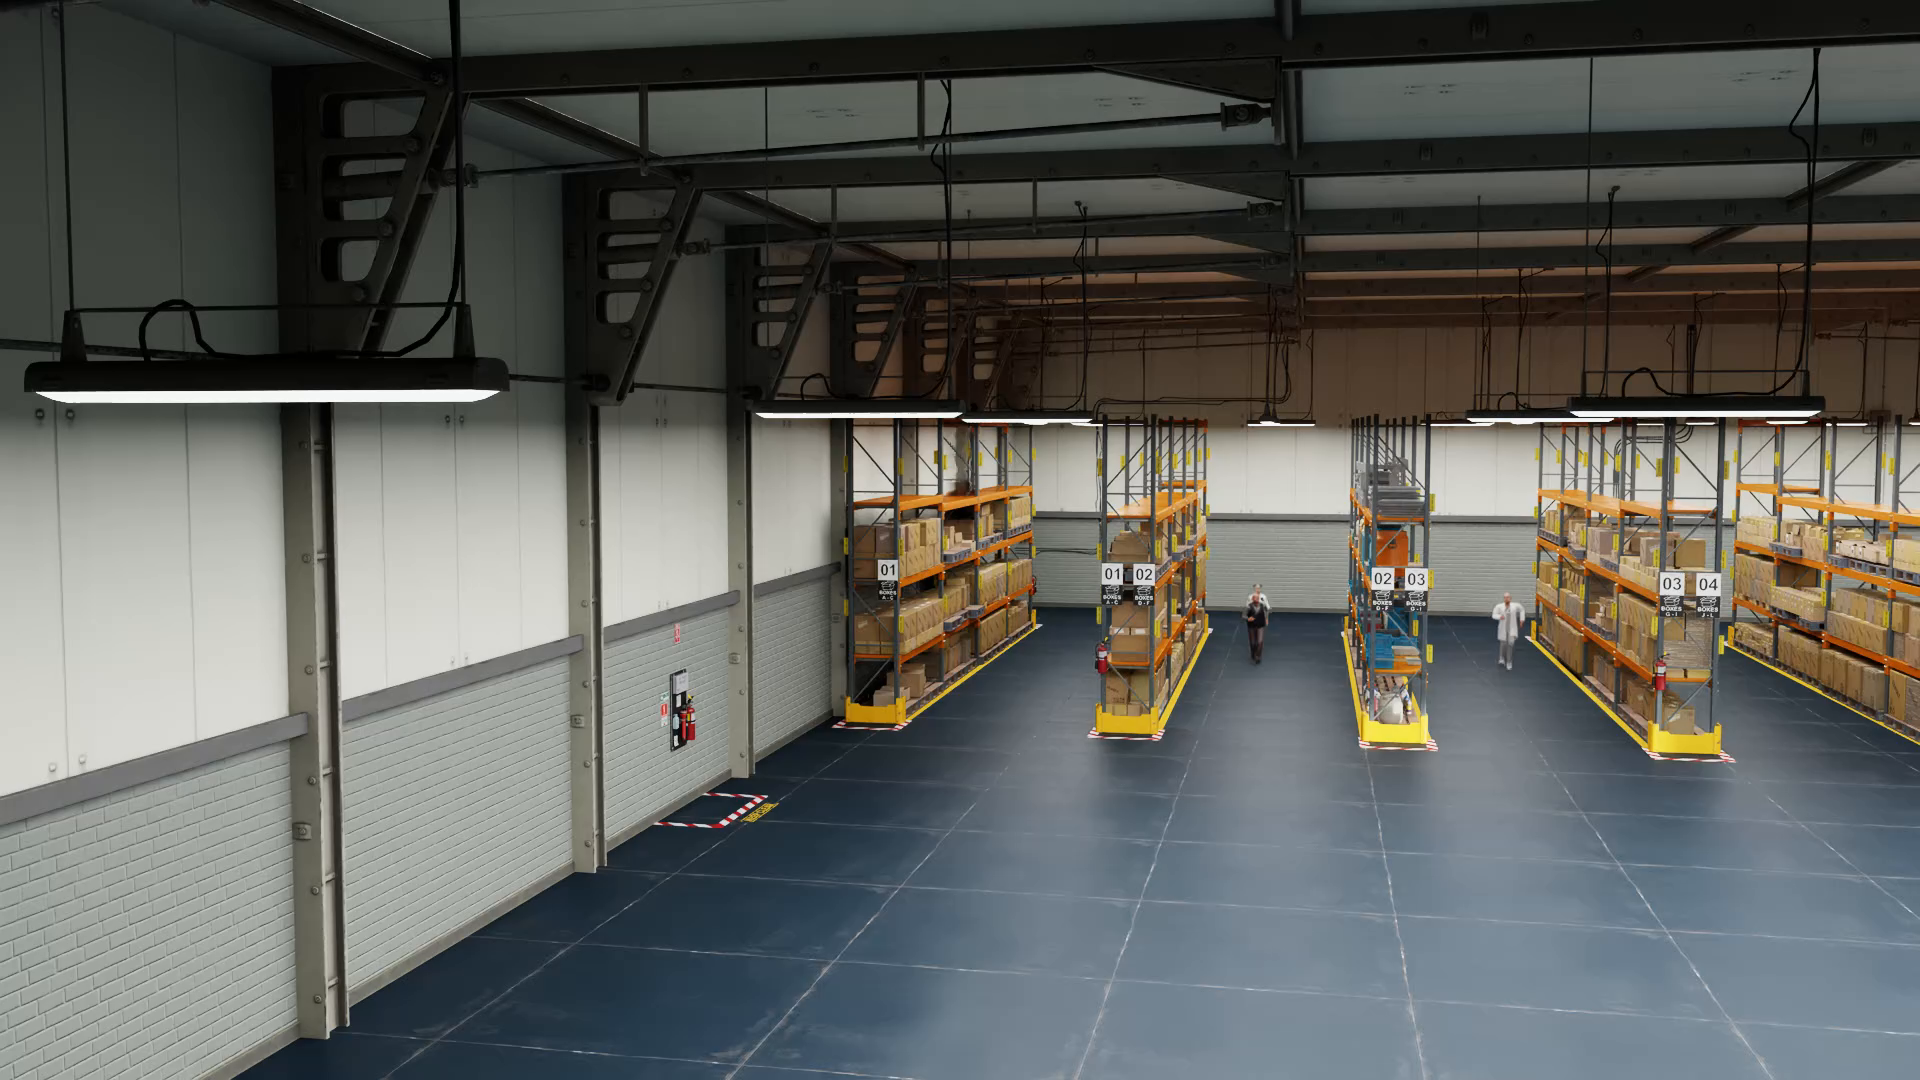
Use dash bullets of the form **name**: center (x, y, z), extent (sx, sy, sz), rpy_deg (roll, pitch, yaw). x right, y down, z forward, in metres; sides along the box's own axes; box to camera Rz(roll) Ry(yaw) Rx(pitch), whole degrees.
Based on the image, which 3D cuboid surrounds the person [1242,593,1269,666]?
- **person**: center (7.228, 2.179, 40.633), extent (0.690, 1.769, 0.922), rpy_deg (0, 4, 2)

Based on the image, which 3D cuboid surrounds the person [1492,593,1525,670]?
- **person**: center (13.156, 2.187, 39.914), extent (0.726, 1.840, 0.984), rpy_deg (1, 4, 21)

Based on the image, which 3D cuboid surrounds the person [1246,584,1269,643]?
- **person**: center (7.910, 1.966, 44.170), extent (0.577, 1.638, 0.641), rpy_deg (0, 4, 3)
